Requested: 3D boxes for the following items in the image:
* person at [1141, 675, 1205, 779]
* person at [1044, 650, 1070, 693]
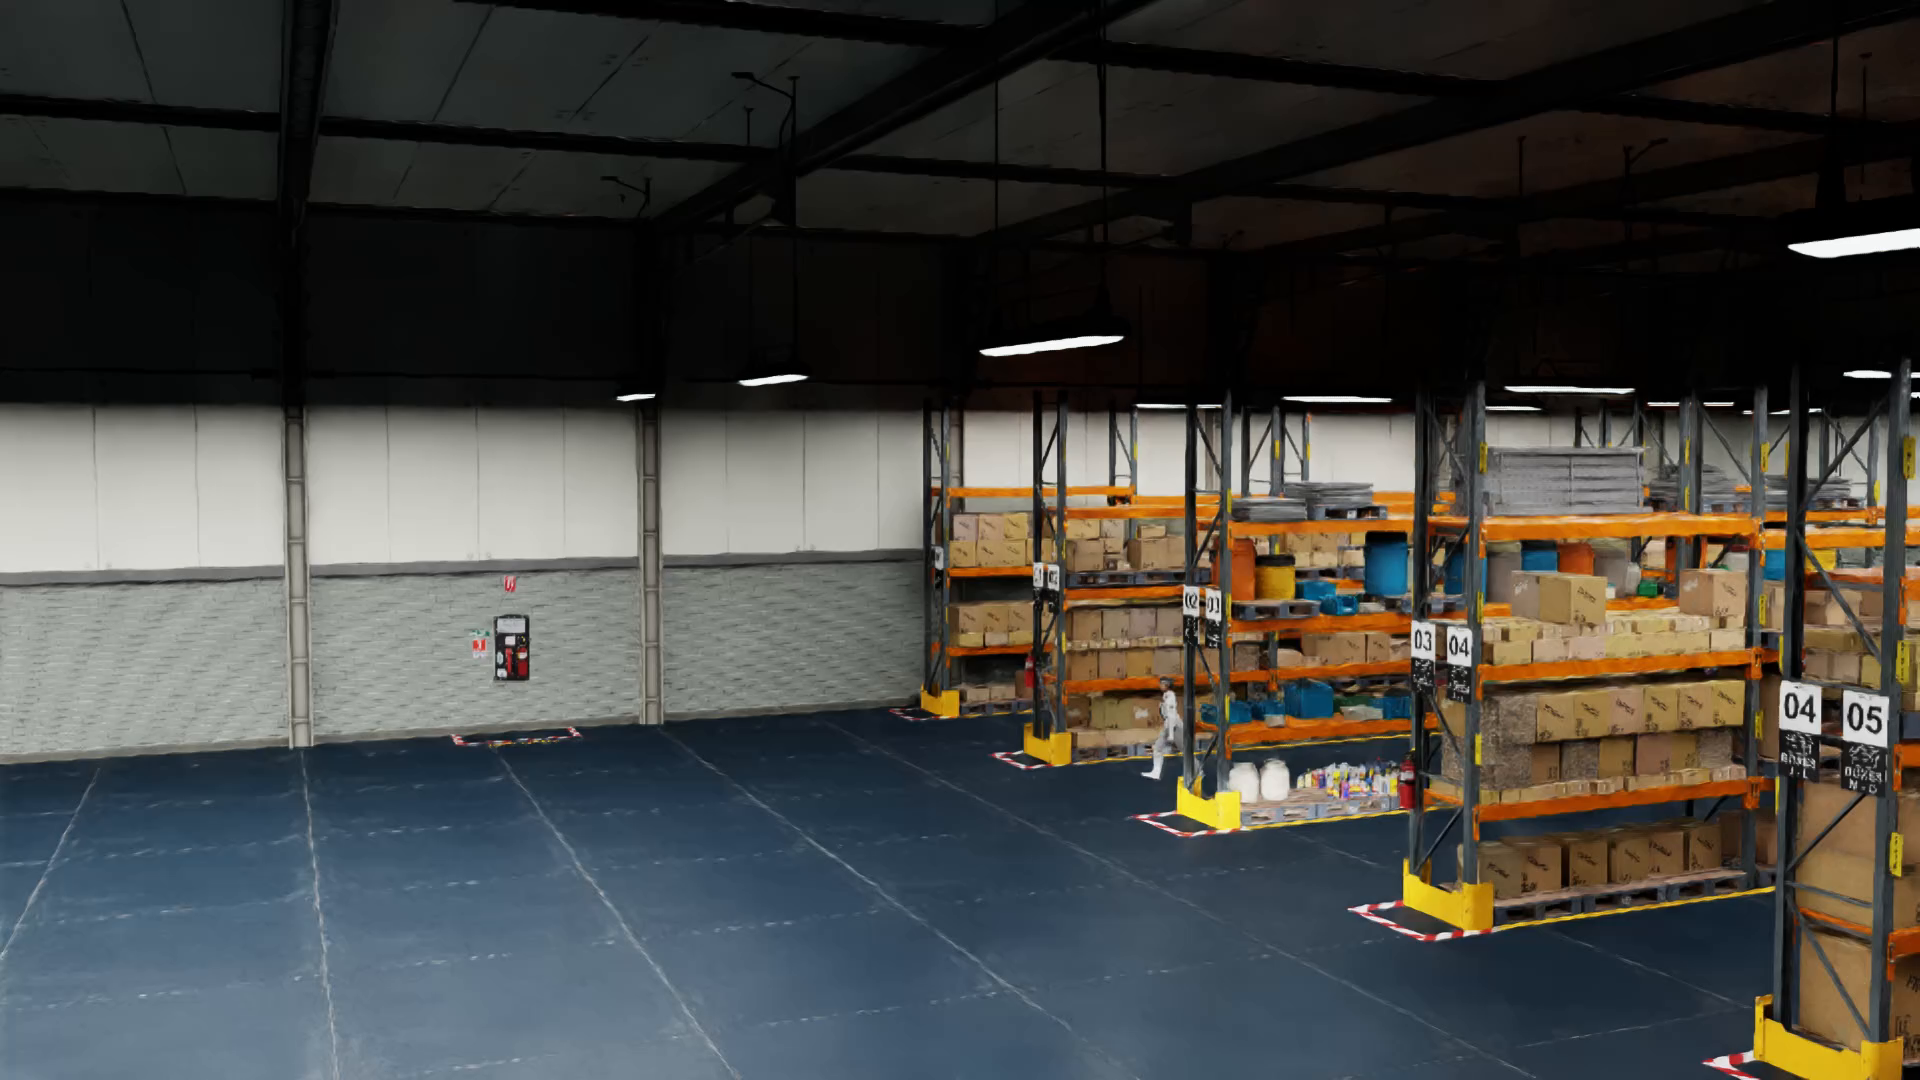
[{"bbox_3d":[3.258,2.865,25.349,0.943,1.608,0.523,0,3,0],"label":"person"},{"bbox_3d":[1.889,2.555,30.082,0.817,1.657,0.687,-3,4,-42],"label":"person"}]
